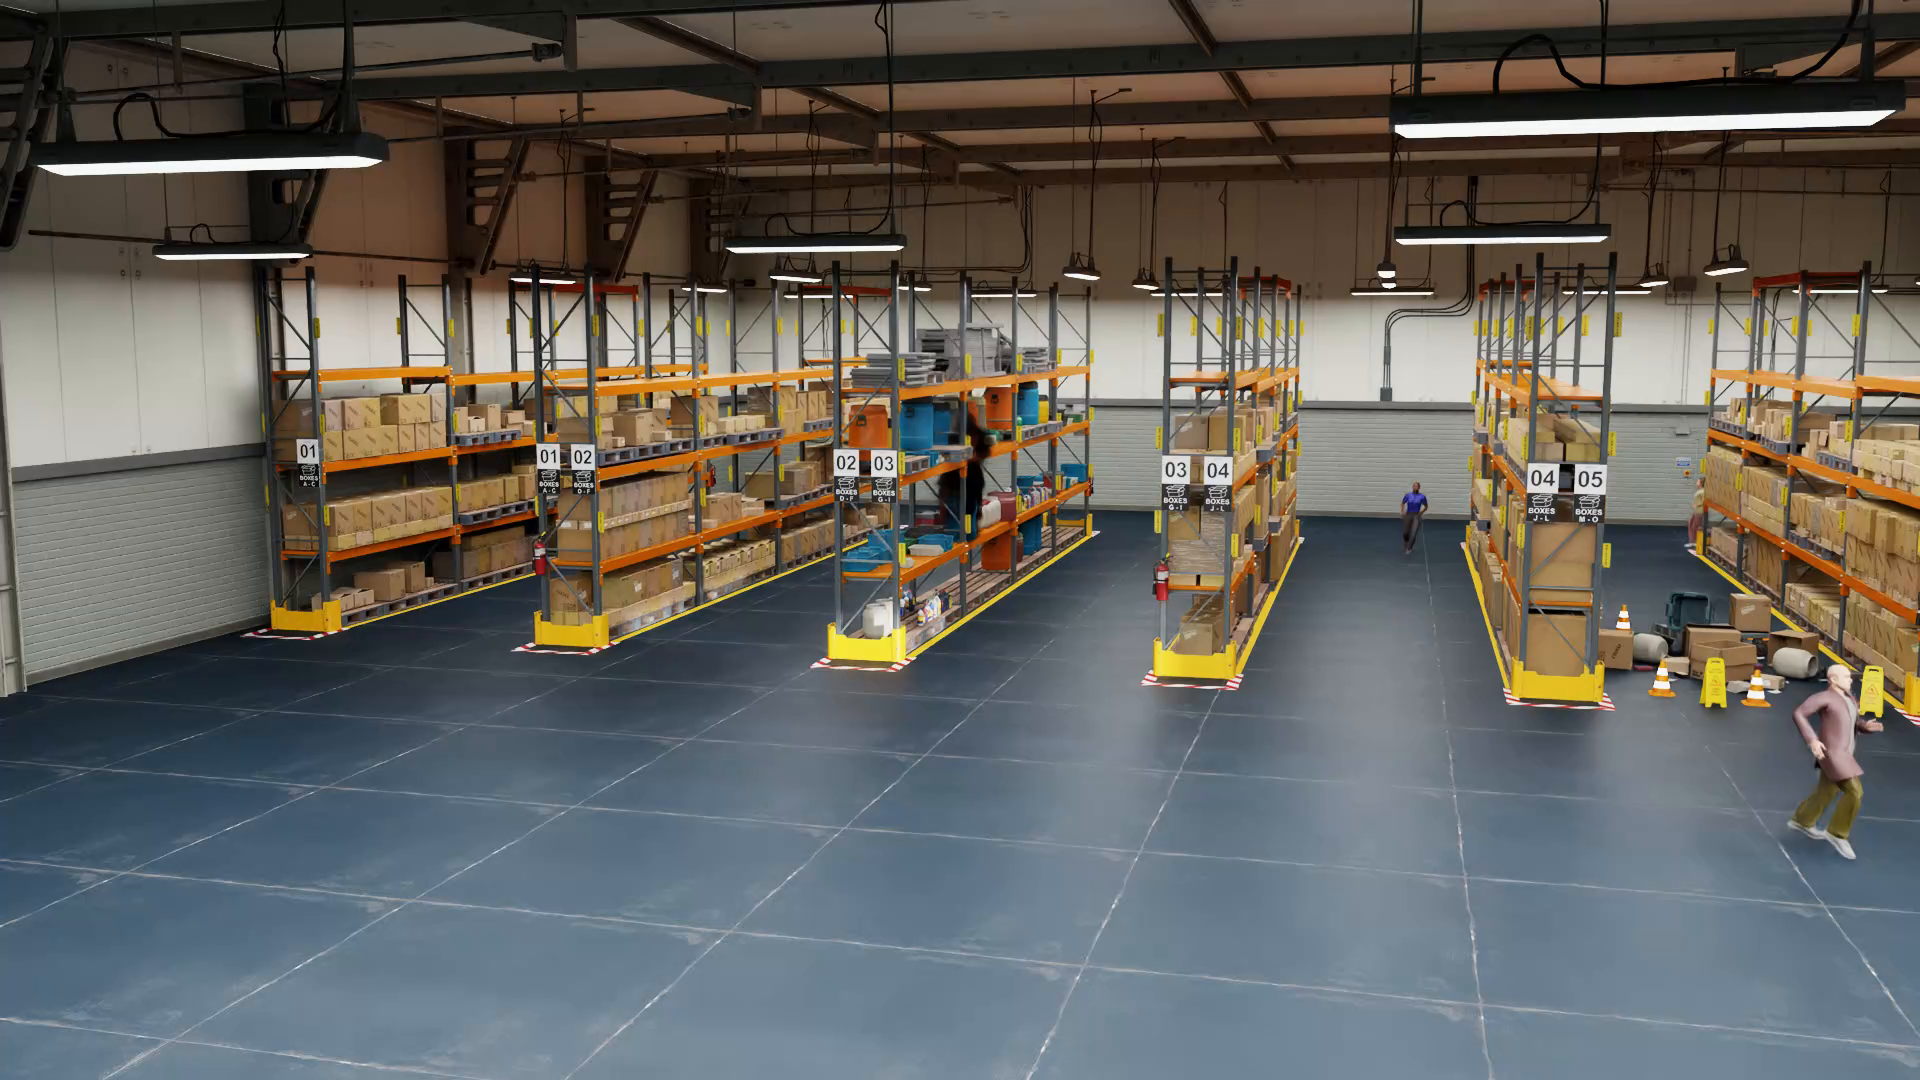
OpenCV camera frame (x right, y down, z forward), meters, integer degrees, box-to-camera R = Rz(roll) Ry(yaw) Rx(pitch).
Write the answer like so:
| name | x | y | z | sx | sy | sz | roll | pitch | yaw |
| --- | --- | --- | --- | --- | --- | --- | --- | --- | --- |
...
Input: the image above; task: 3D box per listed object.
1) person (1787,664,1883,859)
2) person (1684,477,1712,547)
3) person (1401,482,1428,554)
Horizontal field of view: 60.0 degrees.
| name | x | y | z | sx | sy | sz | roll | pitch | yaw |
| --- | --- | --- | --- | --- | --- | --- | --- | --- | --- |
| person | 8.409 | 2.108 | 15.989 | 0.668 | 1.842 | 0.825 | -7 | 10 | -42 |
| person | 17.043 | -0.624 | 38.163 | 0.698 | 1.629 | 0.618 | 3 | 8 | 22 |
| person | 10.151 | -0.496 | 37.171 | 0.603 | 1.612 | 0.522 | 3 | 8 | 20 |
